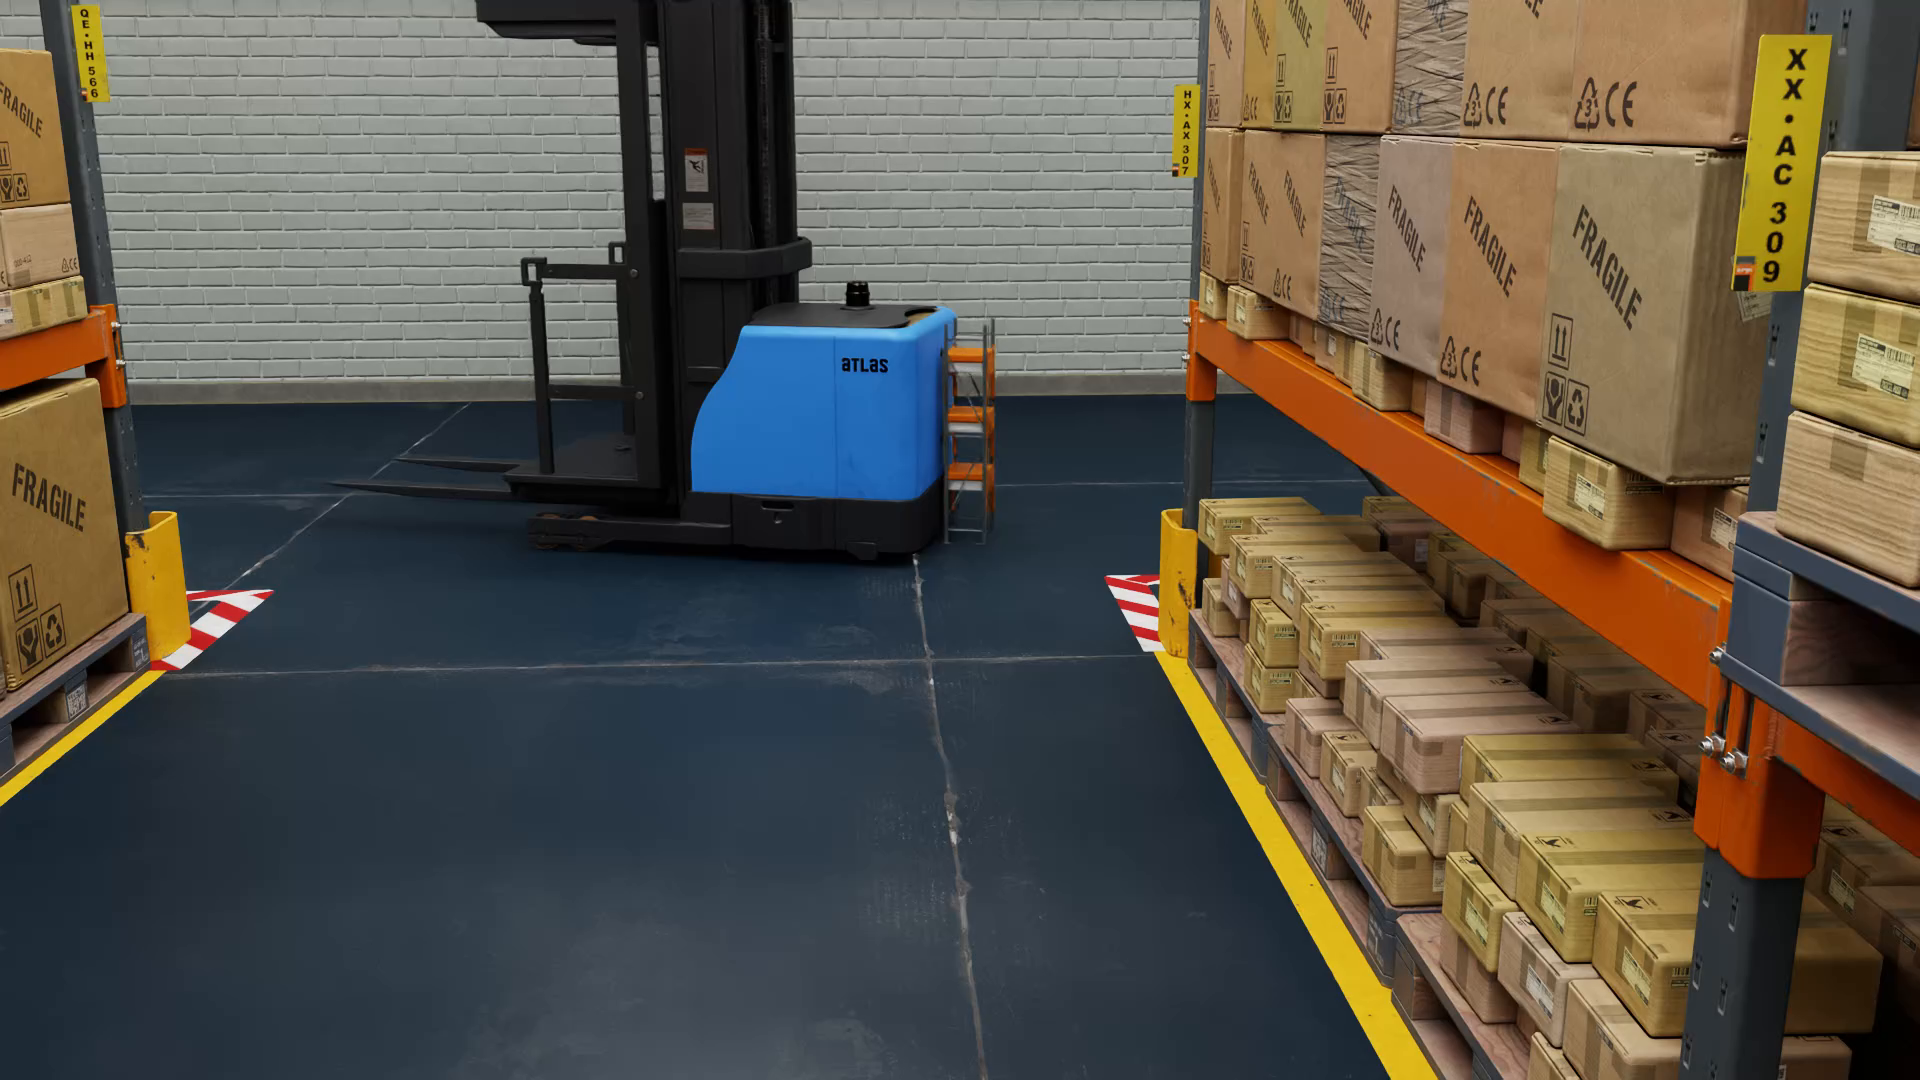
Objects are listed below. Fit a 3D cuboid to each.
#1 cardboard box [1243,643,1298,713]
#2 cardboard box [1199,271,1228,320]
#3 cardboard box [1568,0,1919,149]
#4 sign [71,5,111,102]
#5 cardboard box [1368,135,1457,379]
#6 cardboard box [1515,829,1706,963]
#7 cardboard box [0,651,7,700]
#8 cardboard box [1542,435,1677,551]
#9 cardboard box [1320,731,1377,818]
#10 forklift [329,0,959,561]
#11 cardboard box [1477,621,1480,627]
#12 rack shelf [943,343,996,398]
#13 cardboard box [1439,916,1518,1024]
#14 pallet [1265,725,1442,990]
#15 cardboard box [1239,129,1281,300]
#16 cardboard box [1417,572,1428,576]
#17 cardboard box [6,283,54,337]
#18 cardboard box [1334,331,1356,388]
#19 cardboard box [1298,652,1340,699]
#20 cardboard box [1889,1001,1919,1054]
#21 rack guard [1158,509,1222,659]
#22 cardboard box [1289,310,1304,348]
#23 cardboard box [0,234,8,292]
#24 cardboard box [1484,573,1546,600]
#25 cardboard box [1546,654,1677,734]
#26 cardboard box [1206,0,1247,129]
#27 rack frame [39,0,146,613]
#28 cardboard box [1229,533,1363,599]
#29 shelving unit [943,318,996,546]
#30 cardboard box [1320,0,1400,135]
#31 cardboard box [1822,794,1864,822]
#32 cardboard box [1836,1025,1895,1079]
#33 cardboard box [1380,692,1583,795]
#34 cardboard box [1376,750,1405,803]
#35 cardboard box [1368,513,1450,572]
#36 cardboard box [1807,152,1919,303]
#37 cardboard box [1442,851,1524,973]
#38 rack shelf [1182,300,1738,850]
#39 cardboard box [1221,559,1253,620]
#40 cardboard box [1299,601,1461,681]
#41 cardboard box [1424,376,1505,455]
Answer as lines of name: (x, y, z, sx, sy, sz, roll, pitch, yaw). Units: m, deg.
cardboard box: (1.105, 0.429, 5.216, 0.380, 0.149, 0.250, -1, 14, -3)
cardboard box: (1.059, -0.867, 5.879, 0.380, 0.149, 0.250, -1, 14, -4)
cardboard box: (1.315, -0.869, 2.578, 0.500, 0.500, 0.500, -1, 14, -5)
sign: (-3.048, -1.703, 5.826, 0.100, 0.325, 0.005, -1, 14, -3)
cardboard box: (1.241, -0.640, 3.698, 0.500, 0.500, 0.500, -1, 14, -4)
cardboard box: (1.276, 0.663, 3.116, 0.380, 0.149, 0.250, -1, 14, -3)
cardboard box: (-3.415, 0.187, 4.700, 0.875, 0.875, 0.875, -1, 14, -3)
cardboard box: (1.238, -0.087, 2.850, 0.380, 0.149, 0.250, -1, 14, -5)
cardboard box: (1.188, 0.623, 4.463, 0.380, 0.149, 0.250, -1, 14, -3)
forklift: (-1.573, -1.490, 7.934, 3.031, 2.935, 1.130, 3, 15, 11)
cardboard box: (1.762, 0.344, 4.951, 0.380, 0.149, 0.250, -1, 14, -3)
rack shelf: (0.047, -0.782, 7.860, 0.215, 0.259, 0.240, 3, 15, 10)
cardboard box: (1.236, 0.875, 3.483, 0.380, 0.149, 0.250, -1, 14, -5)
pallet: (1.458, 0.801, 4.491, 1.003, 0.211, 1.213, -1, 14, -3)
cardboard box: (1.176, -1.018, 5.165, 0.500, 0.500, 0.500, -1, 14, -3)
cardboard box: (1.646, 0.152, 5.698, 0.380, 0.149, 0.250, -1, 14, -5)
cardboard box: (-3.222, -0.753, 5.436, 0.380, 0.149, 0.250, -1, 14, -3)
cardboard box: (1.206, -0.479, 4.374, 0.380, 0.149, 0.250, 0, 14, -1)
cardboard box: (1.225, 0.352, 4.920, 0.380, 0.149, 0.250, -2, 15, -6)
cardboard box: (1.911, 0.859, 2.950, 0.380, 0.149, 0.250, 0, 14, -1)
rack guard: (1.371, 0.156, 6.419, 1.175, 0.500, 0.348, -1, 14, -3)
cardboard box: (1.232, -0.674, 5.130, 0.380, 0.149, 0.250, 0, 14, -1)
cardboard box: (-3.265, -0.851, 5.019, 0.500, 0.250, 0.500, -1, 14, -4)
cardboard box: (1.778, 0.200, 4.913, 0.380, 0.149, 0.250, 0, 14, -1)
cardboard box: (1.704, 0.394, 4.160, 0.380, 0.149, 0.250, -1, 15, -6)
cardboard box: (1.129, -1.635, 5.557, 0.500, 0.500, 0.500, -1, 14, -4)
rack frame: (-3.591, -1.023, 5.981, 1.000, 3.000, 0.127, -1, 14, -3)
cardboard box: (1.084, 0.082, 5.372, 0.380, 0.149, 0.250, -1, 14, -4)
shelving unit: (0.047, -0.517, 7.929, 0.215, 1.050, 0.252, 3, 15, 10)
cardboard box: (1.211, -1.253, 4.073, 0.500, 0.500, 0.500, -1, 14, -5)
cardboard box: (1.776, 0.590, 3.400, 0.380, 0.149, 0.250, -1, 14, -4)
cardboard box: (1.895, 0.936, 3.246, 0.380, 0.149, 0.250, 0, 14, -2)
cardboard box: (1.207, 0.469, 3.868, 0.380, 0.149, 0.250, -2, 15, -6)
cardboard box: (1.264, 0.553, 4.138, 0.380, 0.149, 0.250, -2, 15, -6)
cardboard box: (1.610, 0.006, 5.667, 0.380, 0.149, 0.250, -1, 14, -2)
cardboard box: (1.179, -0.344, 1.811, 0.380, 0.149, 0.250, 0, 14, -1)
cardboard box: (1.214, 0.747, 3.384, 0.380, 0.149, 0.250, -1, 14, -5)
rack shelf: (1.490, -0.228, 4.337, 1.077, 0.370, 4.000, -1, 14, -3)
cardboard box: (1.103, 0.163, 5.657, 0.380, 0.149, 0.250, -1, 14, -4)
cardboard box: (1.161, 0.278, 4.612, 0.380, 0.149, 0.250, -1, 14, -3)
cardboard box: (1.243, -0.286, 3.623, 0.380, 0.149, 0.250, -2, 15, -6)
